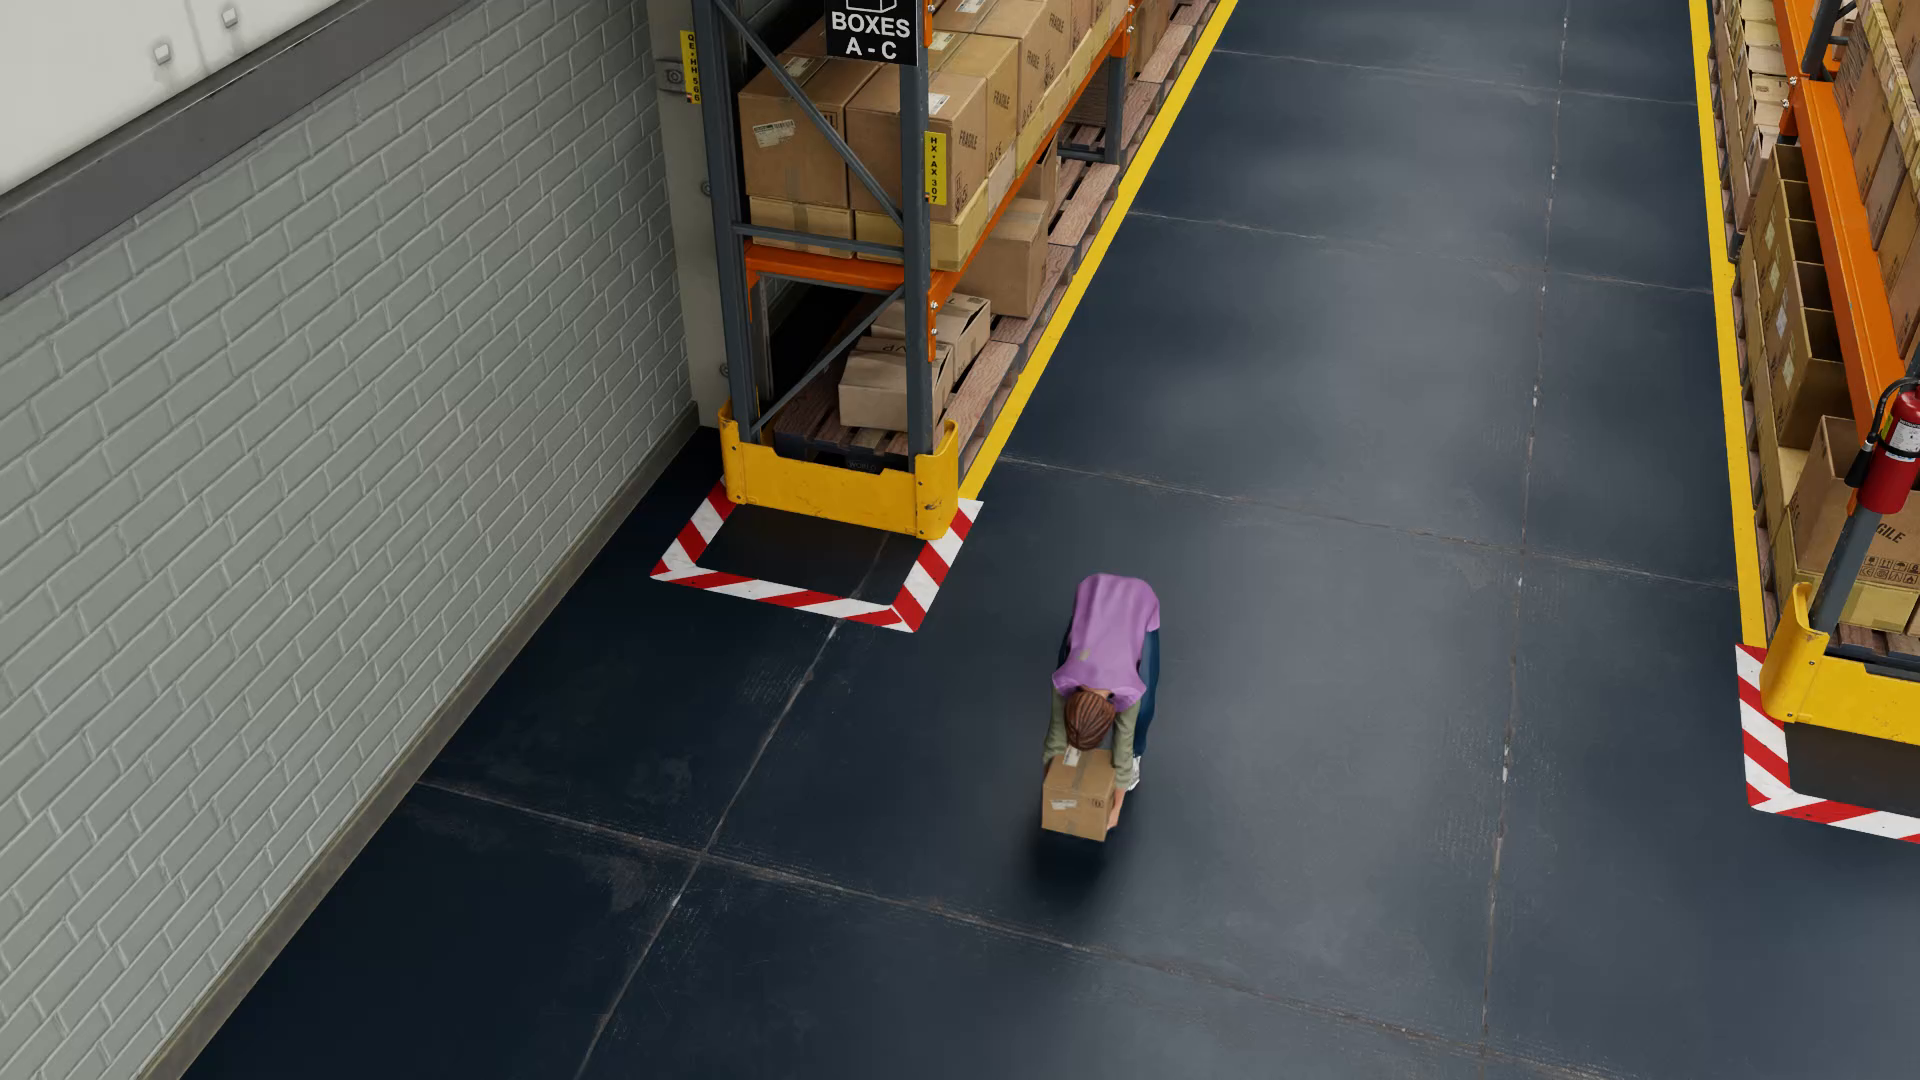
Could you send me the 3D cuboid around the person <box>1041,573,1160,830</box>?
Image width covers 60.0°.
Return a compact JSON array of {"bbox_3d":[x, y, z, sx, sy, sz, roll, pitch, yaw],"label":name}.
[{"bbox_3d":[0.551,0.675,6.552,0.410,0.948,0.866,9,38,12],"label":"person"}]
